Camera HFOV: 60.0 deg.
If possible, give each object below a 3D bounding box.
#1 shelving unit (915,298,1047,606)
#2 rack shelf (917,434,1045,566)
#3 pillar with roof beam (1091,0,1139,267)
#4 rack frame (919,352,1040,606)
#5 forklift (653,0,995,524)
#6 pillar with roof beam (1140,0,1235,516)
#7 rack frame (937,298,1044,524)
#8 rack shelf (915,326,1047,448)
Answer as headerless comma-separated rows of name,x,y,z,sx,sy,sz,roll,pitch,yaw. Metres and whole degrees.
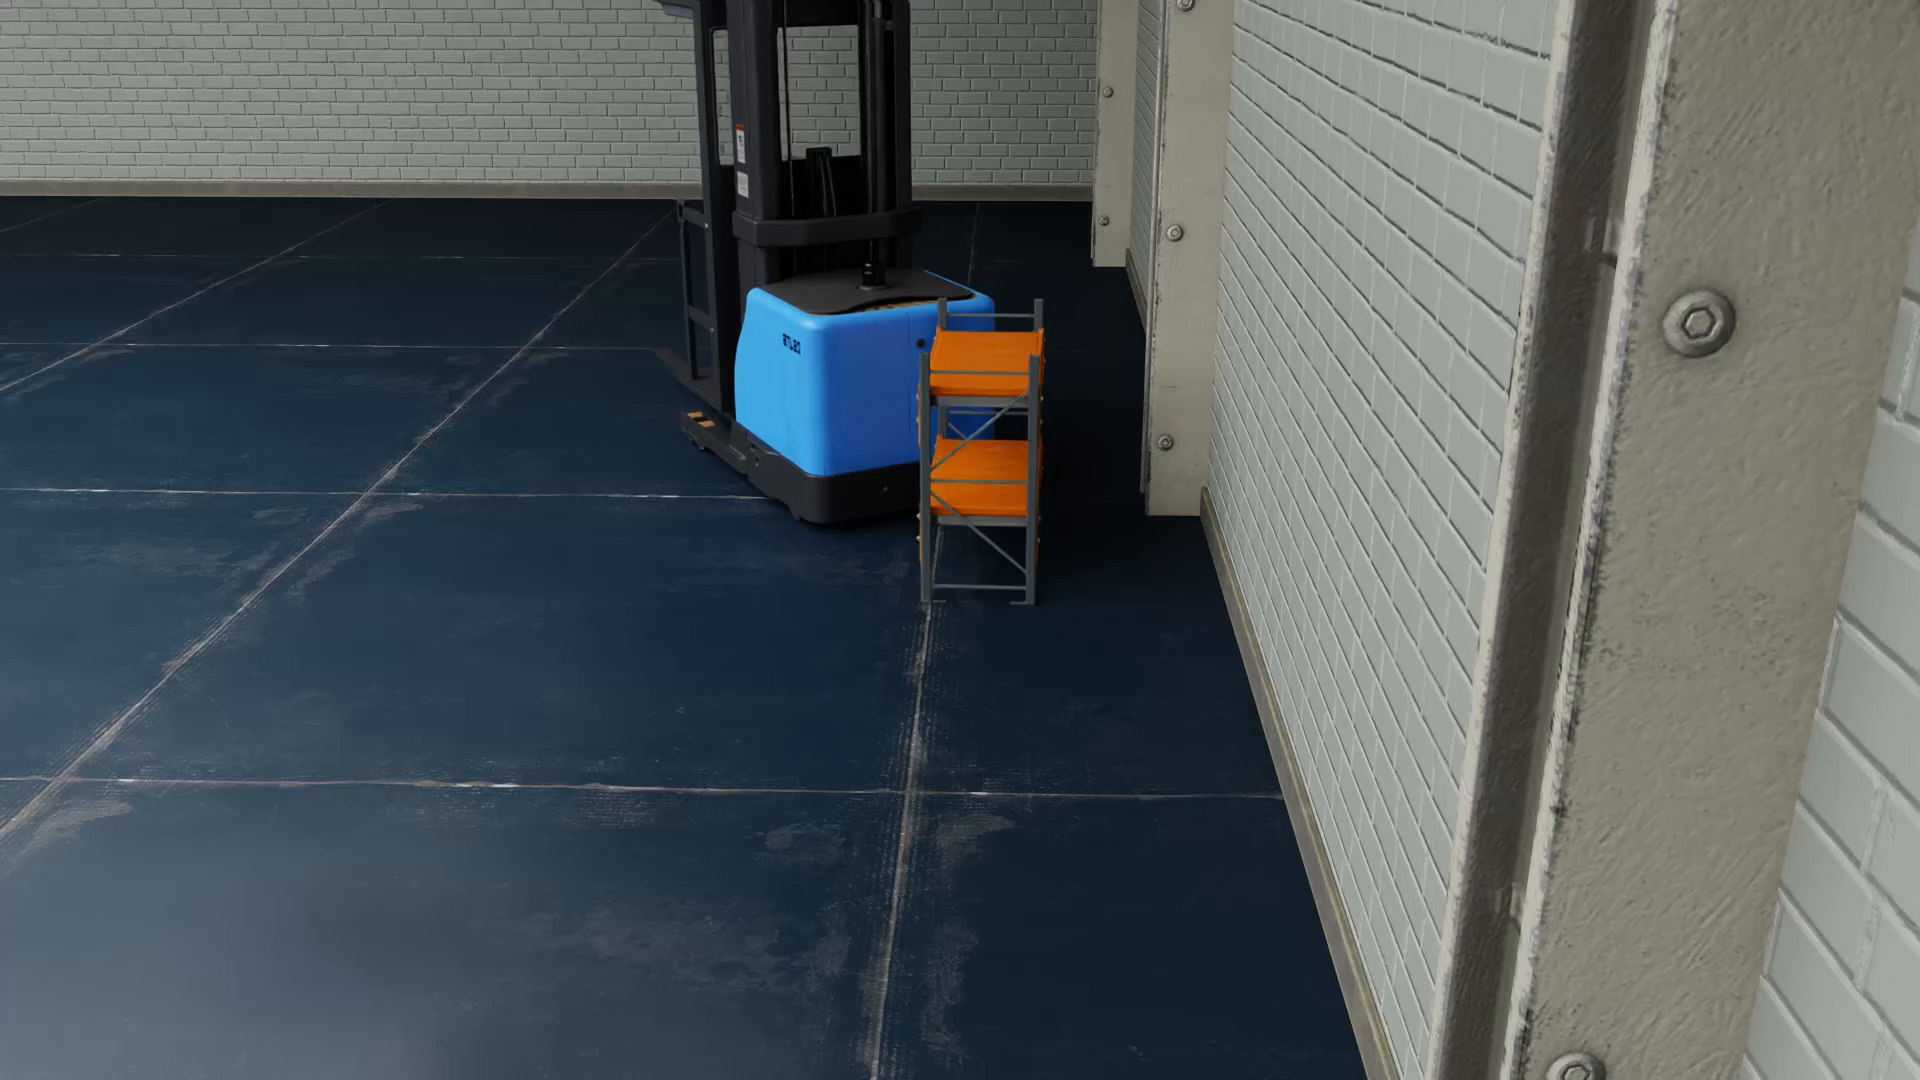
shelving unit,0.112,-0.430,7.582,0.538,1.125,1.048,1,21,3
rack shelf,0.112,-0.202,7.671,0.538,0.278,1.000,1,21,3
pillar with roof beam,-3.028,-6.608,12.619,9.100,9.000,0.400,1,21,2
rack frame,0.080,-0.247,7.109,0.500,1.125,0.032,1,21,3
forklift,-0.942,-1.937,8.969,1.130,2.935,3.031,-11,24,-26
pillar with roof beam,-3.211,-4.438,7.028,9.100,9.000,0.400,1,21,2
rack frame,0.144,-0.614,8.055,0.500,1.125,0.032,1,21,3
rack shelf,0.112,-0.703,7.476,0.538,0.278,1.000,1,21,3
